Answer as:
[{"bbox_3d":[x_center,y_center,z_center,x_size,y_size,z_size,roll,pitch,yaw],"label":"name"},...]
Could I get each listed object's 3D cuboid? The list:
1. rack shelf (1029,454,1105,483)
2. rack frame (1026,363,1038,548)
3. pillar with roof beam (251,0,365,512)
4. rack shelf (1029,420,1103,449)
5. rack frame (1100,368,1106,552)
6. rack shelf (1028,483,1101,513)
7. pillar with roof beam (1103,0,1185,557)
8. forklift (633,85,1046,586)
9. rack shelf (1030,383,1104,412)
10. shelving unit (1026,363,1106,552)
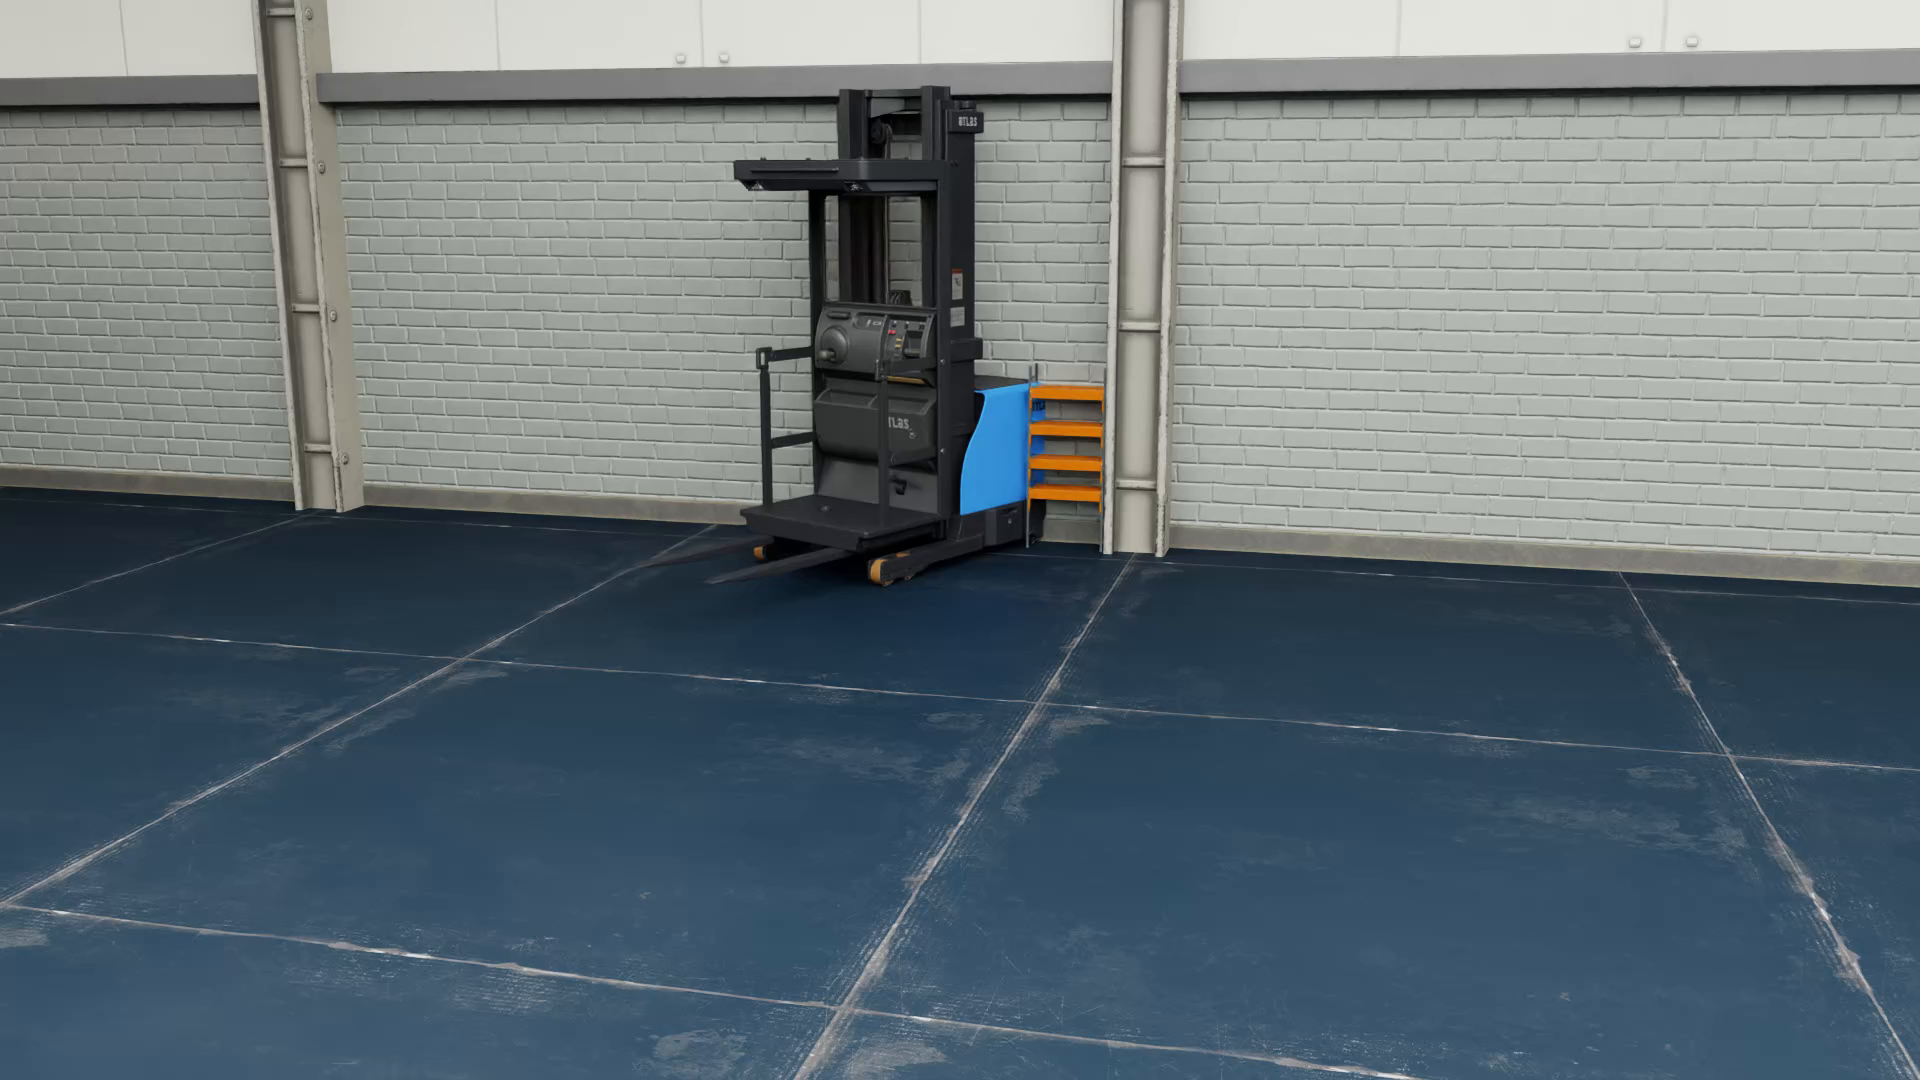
[{"bbox_3d":[0.712,-0.477,10.910,0.480,0.148,0.258,3,11,13],"label":"rack shelf"},{"bbox_3d":[0.475,-0.556,10.953,0.015,1.200,0.240,3,11,13],"label":"rack frame"},{"bbox_3d":[-5.697,-3.733,7.282,0.400,9.000,9.100,3,13,14],"label":"pillar with roof beam"},{"bbox_3d":[0.713,-0.697,10.867,0.480,0.148,0.258,3,11,13],"label":"rack shelf"},{"bbox_3d":[0.950,-0.531,10.841,0.015,1.200,0.240,3,11,13],"label":"rack frame"},{"bbox_3d":[0.711,-0.282,10.948,0.480,0.148,0.258,3,11,13],"label":"rack shelf"},{"bbox_3d":[0.129,-3.421,5.878,0.400,9.000,9.100,3,13,14],"label":"pillar with roof beam"},{"bbox_3d":[-0.671,-1.276,10.219,1.130,2.935,3.031,10,16,38],"label":"forklift"},{"bbox_3d":[0.715,-0.929,10.822,0.480,0.148,0.258,3,11,13],"label":"rack shelf"},{"bbox_3d":[0.712,-0.543,10.897,0.503,1.200,0.258,3,11,13],"label":"shelving unit"}]
